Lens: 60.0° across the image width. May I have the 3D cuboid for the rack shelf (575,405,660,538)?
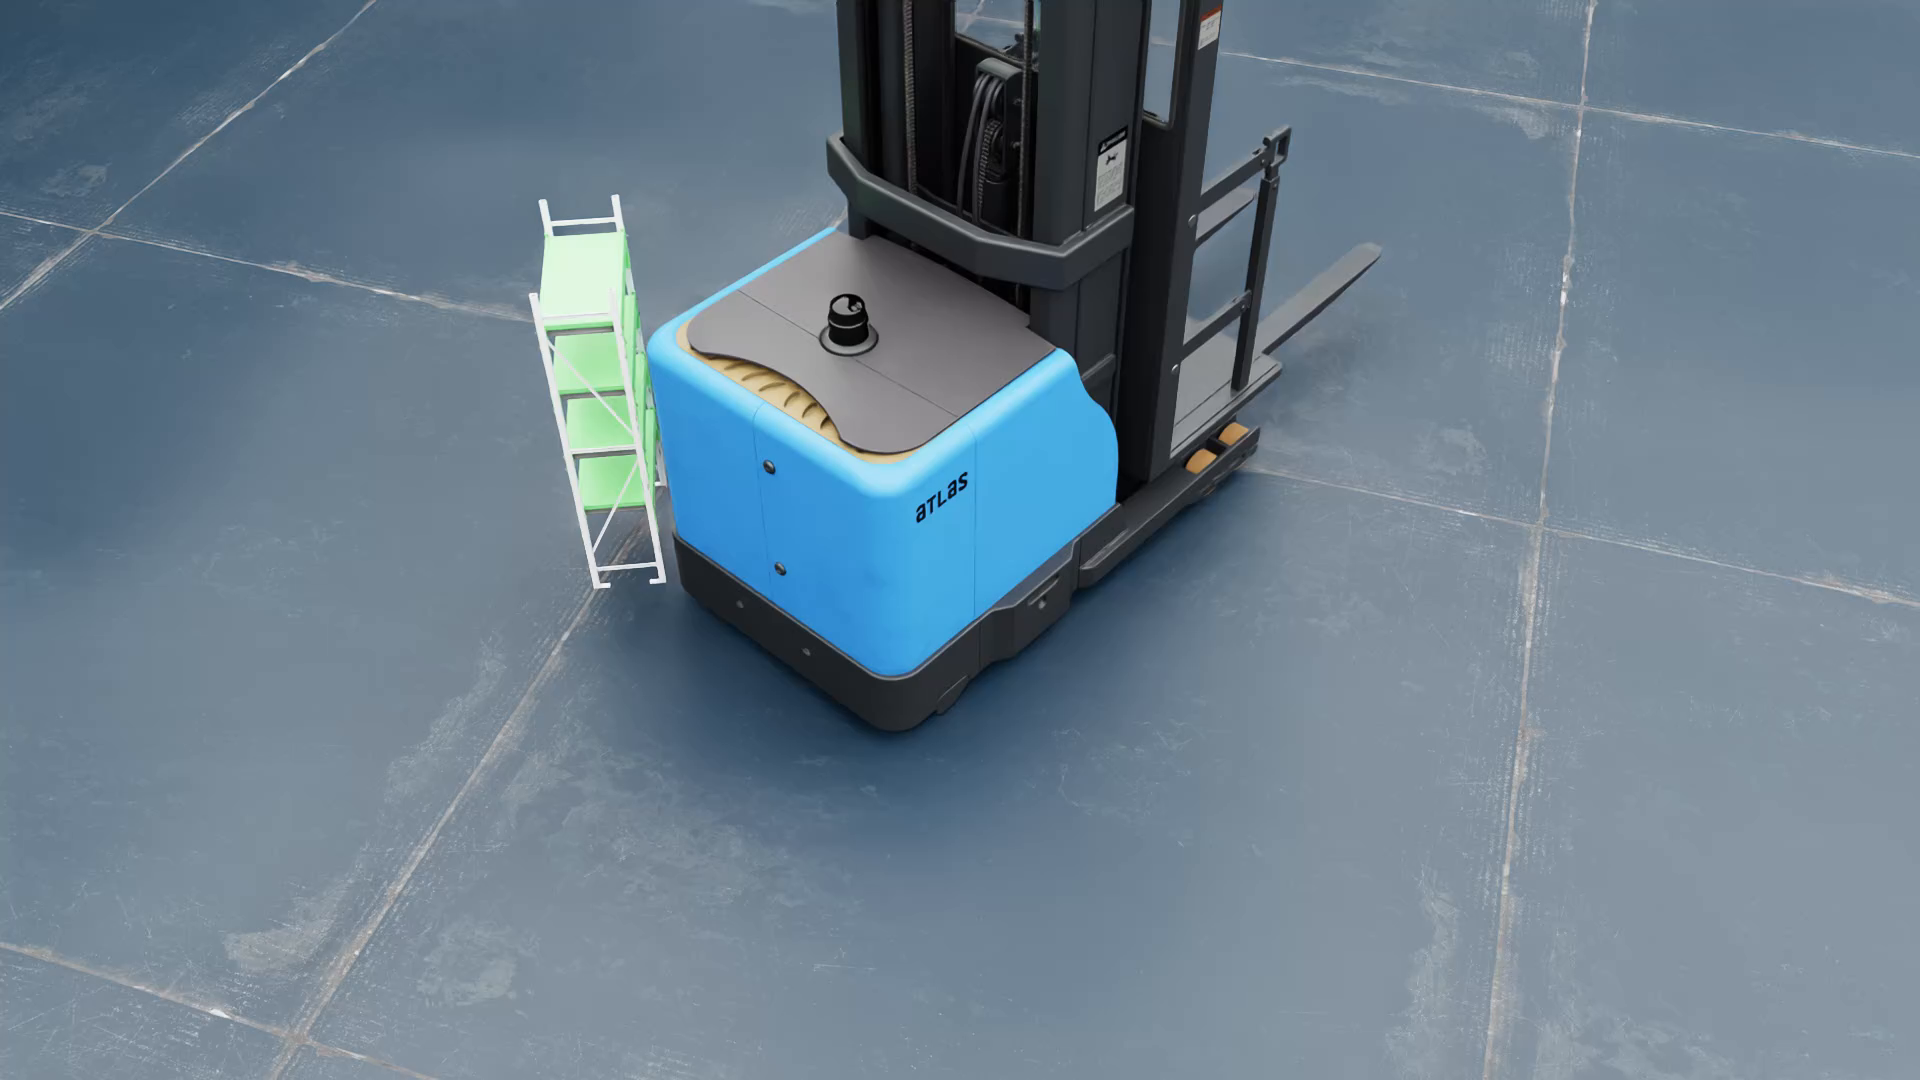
[{"bbox_3d":[-1.140,-0.232,5.564,0.258,0.148,0.480,-5,45,-5],"label":"rack shelf"}]

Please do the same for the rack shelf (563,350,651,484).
[{"bbox_3d":[-1.140,-0.404,5.396,0.258,0.148,0.480,-5,45,-5],"label":"rack shelf"}]

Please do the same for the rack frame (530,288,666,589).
[{"bbox_3d":[-1.110,-0.280,5.178,0.240,1.200,0.015,-5,45,-5],"label":"rack frame"}]

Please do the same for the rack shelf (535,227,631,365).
[{"bbox_3d":[-1.140,-0.747,5.061,0.258,0.148,0.480,-5,45,-5],"label":"rack shelf"}]

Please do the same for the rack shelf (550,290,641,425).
[{"bbox_3d":[-1.140,-0.575,5.228,0.258,0.148,0.480,-5,45,-5],"label":"rack shelf"}]

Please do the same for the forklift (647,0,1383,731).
[{"bbox_3d":[0.427,-1.417,5.102,1.130,2.935,3.031,32,53,28],"label":"forklift"}]

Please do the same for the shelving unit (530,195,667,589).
[{"bbox_3d":[-1.140,-0.450,5.352,0.258,1.200,0.503,-5,45,-5],"label":"shelving unit"}]

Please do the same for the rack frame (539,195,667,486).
[{"bbox_3d":[-1.170,-0.619,5.525,0.240,1.200,0.015,-5,45,-5],"label":"rack frame"}]
